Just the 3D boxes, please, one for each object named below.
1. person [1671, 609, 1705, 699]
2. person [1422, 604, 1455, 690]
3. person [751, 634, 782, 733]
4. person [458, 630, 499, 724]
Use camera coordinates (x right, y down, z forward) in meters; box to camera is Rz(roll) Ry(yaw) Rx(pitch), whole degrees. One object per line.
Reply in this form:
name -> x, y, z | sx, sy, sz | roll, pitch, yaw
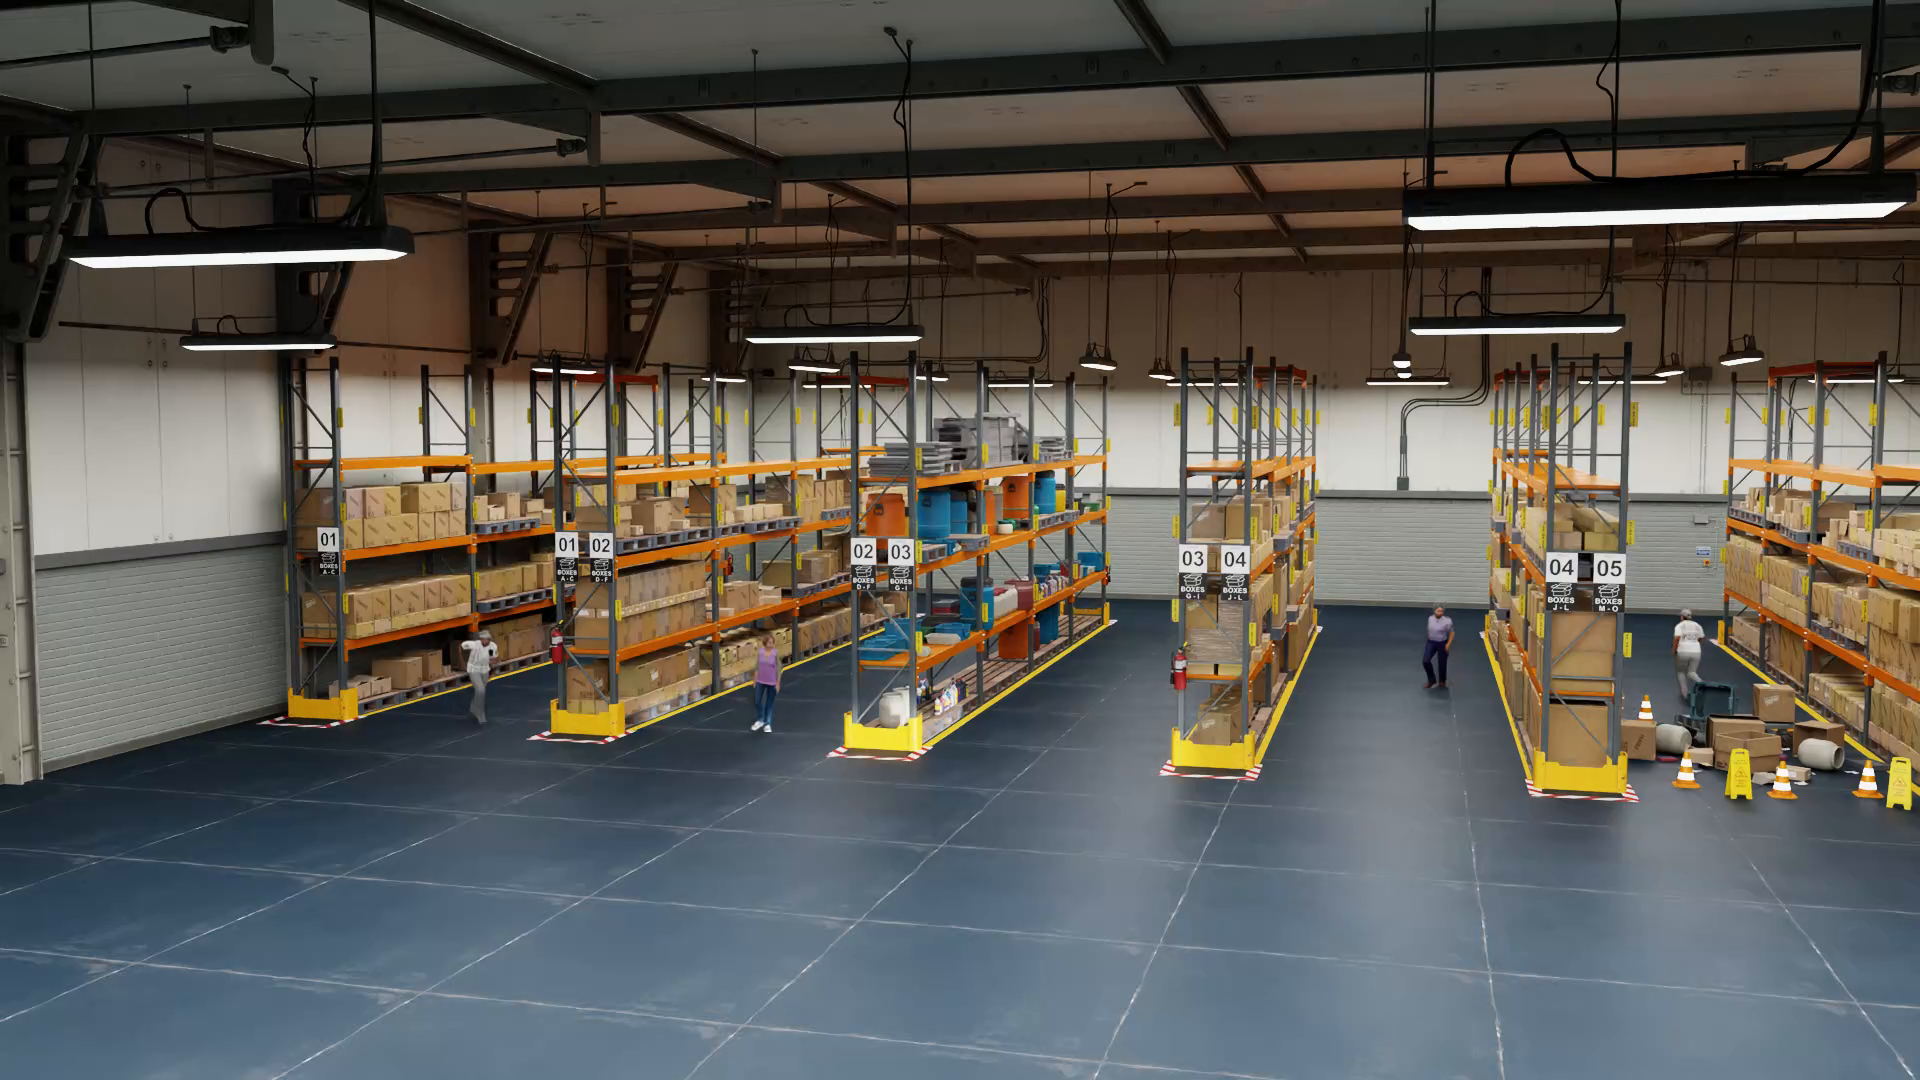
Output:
person -> 12.971, 2.043, 29.553 | 0.603, 1.615, 0.716 | 0, 4, -1
person -> 8.840, 1.963, 30.641 | 0.585, 1.569, 0.756 | 2, 5, 30
person -> -3.065, 2.267, 26.286 | 0.509, 1.582, 0.454 | 0, 4, 1
person -> -7.944, 2.242, 27.387 | 0.623, 1.608, 0.962 | -3, 5, -34
